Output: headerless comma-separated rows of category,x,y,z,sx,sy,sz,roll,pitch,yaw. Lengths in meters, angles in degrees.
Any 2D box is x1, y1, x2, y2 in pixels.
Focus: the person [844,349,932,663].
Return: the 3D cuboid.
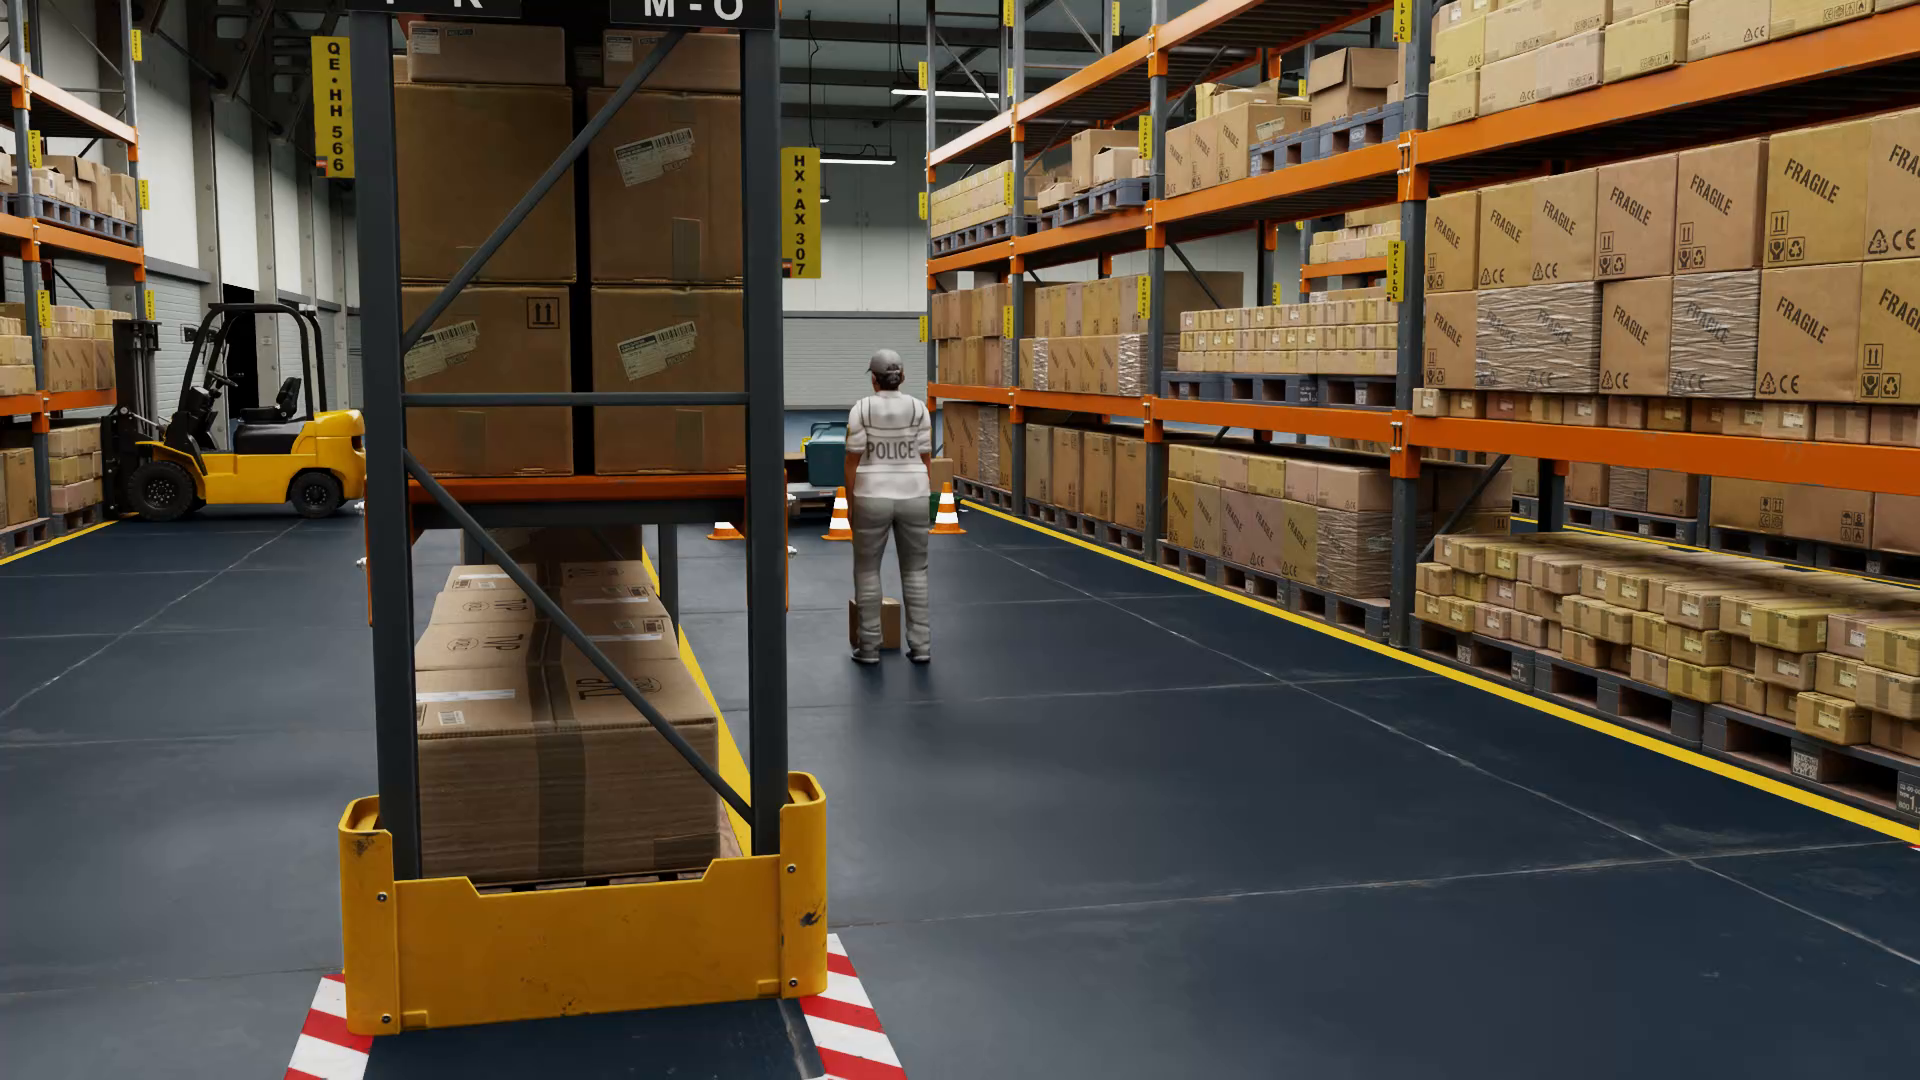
person,-0.388,-0.173,8.832,0.468,1.670,0.390,-1,6,-12
